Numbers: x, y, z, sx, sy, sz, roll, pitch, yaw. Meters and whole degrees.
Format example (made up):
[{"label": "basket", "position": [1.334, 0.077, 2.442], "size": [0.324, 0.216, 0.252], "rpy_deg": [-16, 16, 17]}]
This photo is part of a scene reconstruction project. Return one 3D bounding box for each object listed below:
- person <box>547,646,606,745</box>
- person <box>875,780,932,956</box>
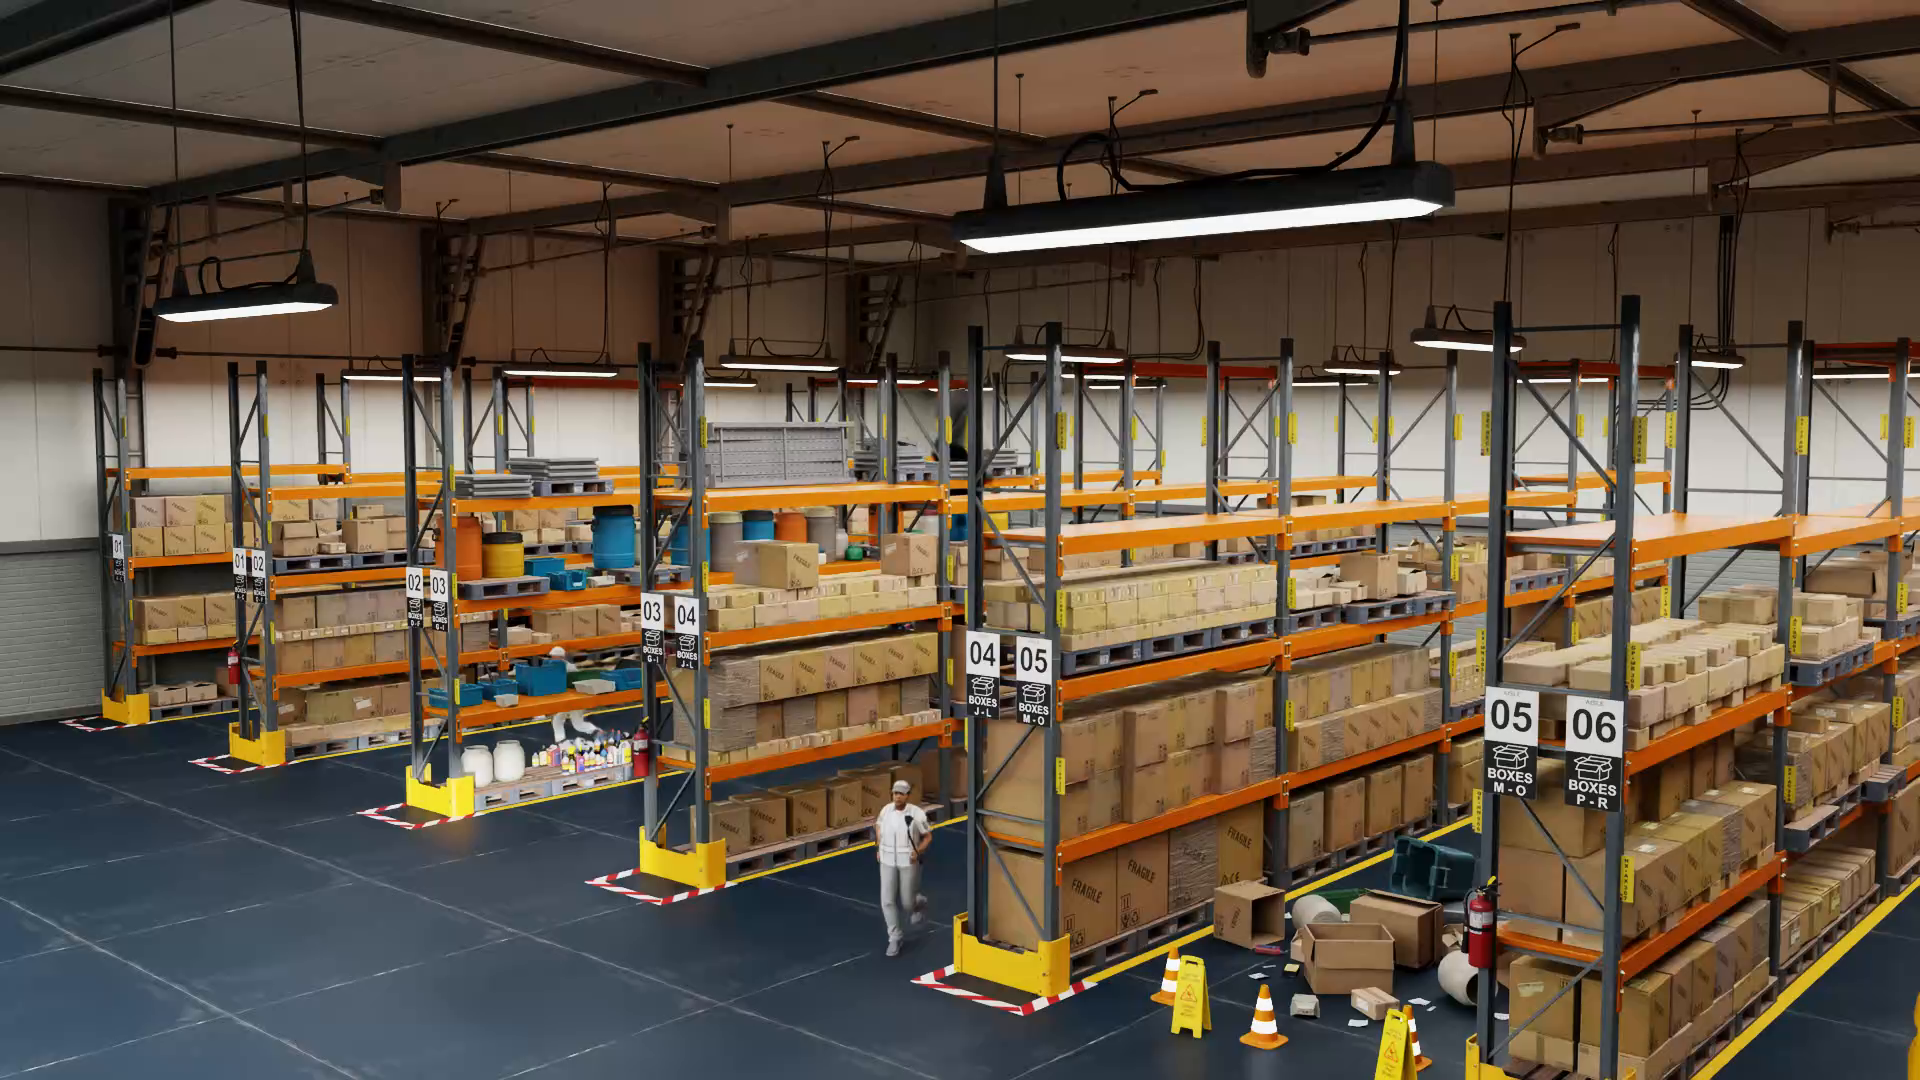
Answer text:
[{"label": "person", "position": [-5.825, 2.467, 25.219], "size": [0.996, 1.780, 0.670], "rpy_deg": [-4, 6, -45]}, {"label": "person", "position": [-0.573, 3.166, 16.271], "size": [0.607, 1.654, 0.724], "rpy_deg": [1, 4, 15]}]
